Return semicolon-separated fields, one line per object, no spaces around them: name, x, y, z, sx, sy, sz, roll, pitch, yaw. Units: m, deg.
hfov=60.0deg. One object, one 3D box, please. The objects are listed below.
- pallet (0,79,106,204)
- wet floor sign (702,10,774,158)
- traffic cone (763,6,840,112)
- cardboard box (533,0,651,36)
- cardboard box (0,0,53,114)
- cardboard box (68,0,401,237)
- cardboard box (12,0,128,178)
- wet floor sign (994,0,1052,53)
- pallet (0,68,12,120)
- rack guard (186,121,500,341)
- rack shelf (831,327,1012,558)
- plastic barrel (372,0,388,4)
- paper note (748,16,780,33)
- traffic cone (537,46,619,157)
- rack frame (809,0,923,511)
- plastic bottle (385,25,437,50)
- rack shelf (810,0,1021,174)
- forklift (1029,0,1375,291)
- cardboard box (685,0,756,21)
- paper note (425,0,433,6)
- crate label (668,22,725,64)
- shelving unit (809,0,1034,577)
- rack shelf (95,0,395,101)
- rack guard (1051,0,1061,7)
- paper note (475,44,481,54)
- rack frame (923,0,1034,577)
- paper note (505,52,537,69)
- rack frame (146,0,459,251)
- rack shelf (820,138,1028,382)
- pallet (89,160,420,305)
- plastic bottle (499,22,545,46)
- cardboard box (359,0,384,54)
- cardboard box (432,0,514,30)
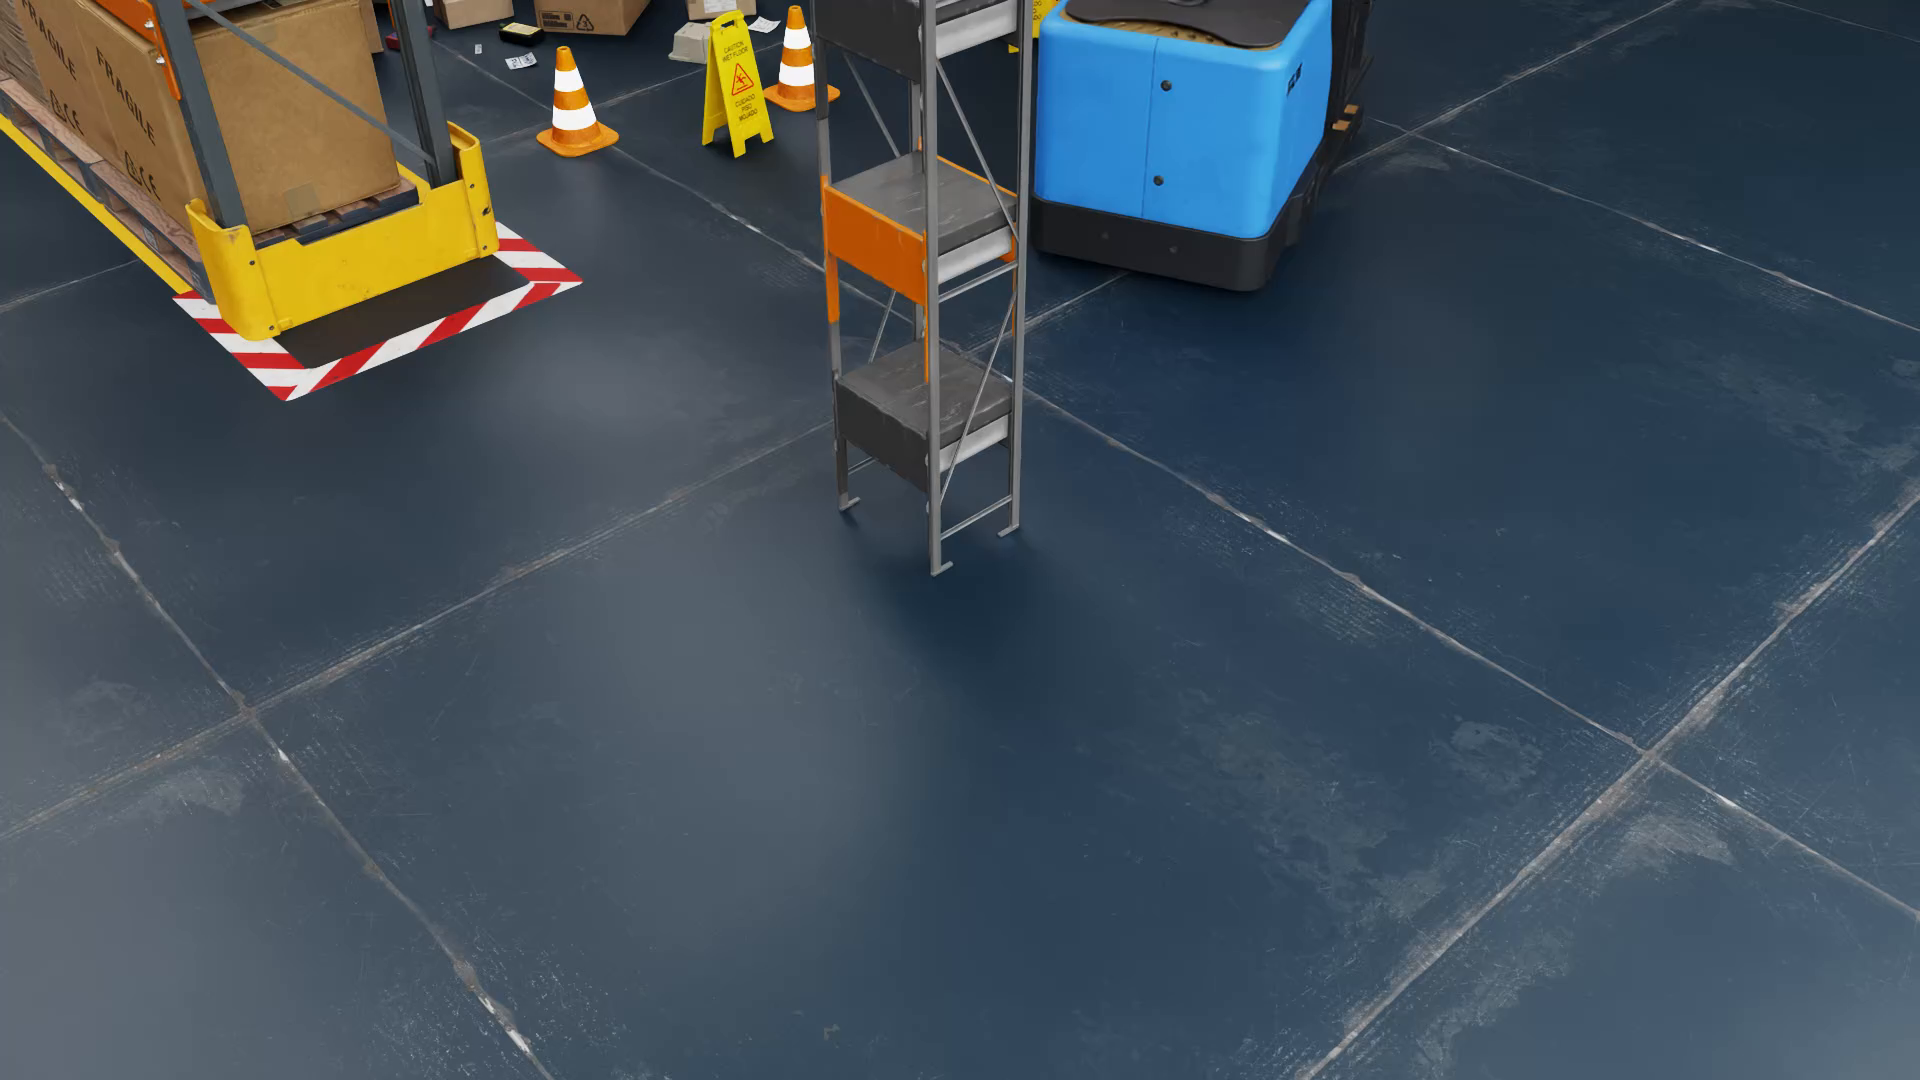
pallet;-3.989;-2.112;8.197;1.003;0.211;1.213;-30;48;-32
wet floor sign;-1.092;-2.207;7.970;0.232;0.644;0.267;26;45;28
traffic cone;-0.821;-2.480;8.453;0.336;0.463;0.334;-30;48;-32
cardboard box;-2.045;-3.211;9.326;0.637;0.503;0.797;5;39;6
cardboard box;-4.289;-2.747;8.121;0.875;0.875;0.875;-30;47;-31
cardboard box;-3.077;-1.918;7.094;0.875;0.875;0.875;-30;47;-32
cardboard box;-3.674;-2.324;7.597;0.875;0.875;0.875;-31;48;-32
wet floor sign;0.348;-2.987;8.935;0.267;0.644;0.232;-15;41;-17
pallet;-4.819;-2.676;8.896;1.003;0.211;1.213;-30;48;-32
rack guard;-2.554;-1.312;6.976;1.175;0.500;0.348;-30;48;-32
rack shelf;-0.112;-0.338;5.634;0.431;0.518;0.480;-30;48;-32
plastic barrel;-3.378;-3.271;9.463;0.512;0.421;0.421;-2;39;-2
paper note;-1.098;-2.882;9.294;0.142;0.019;0.148;18;42;21
traffic cone;-1.883;-2.158;8.053;0.336;0.463;0.334;-30;48;-32
rack frame;-0.277;-1.006;5.325;0.400;2.100;0.015;-30;48;-32
plastic bottle;-3.009;-2.775;9.137;0.133;0.061;0.283;18;42;21
rack shelf;-0.112;-1.427;4.754;0.431;0.518;0.480;-30;48;-32
forklift;1.342;-3.101;7.257;1.130;2.935;3.031;15;41;18
cardboard box;-1.366;-3.084;9.451;0.380;0.149;0.250;-8;40;-10
paper note;-3.009;-3.137;9.617;0.172;0.023;0.155;-15;41;-17
crate label;-1.398;-2.691;8.973;0.298;0.136;0.250;11;40;13
shelving unit;-0.112;-0.893;5.185;0.431;2.100;0.503;-30;48;-32
rack shelf;-3.923;-2.941;7.577;1.077;0.370;4.000;-30;48;-32
rack guard;0.956;-3.508;9.696;1.175;0.500;0.348;-30;48;-32
paper note;-2.622;-2.673;9.051;0.032;0.001;0.123;-8;40;-10
rack frame;0.053;-0.781;5.045;0.400;2.100;0.015;-30;48;-32
paper note;-2.352;-2.567;8.906;0.144;0.017;0.142;-15;41;-17
rack frame;-2.570;-2.295;6.205;1.000;3.000;0.127;-30;48;-32
rack shelf;-0.112;-0.883;5.194;0.431;0.518;0.480;-30;48;-32
pallet;-3.168;-1.547;7.498;1.003;0.211;1.213;-30;48;-32
plastic bottle;-2.439;-2.792;9.158;0.283;0.061;0.133;18;42;21
cardboard box;-3.469;-2.893;8.932;0.500;0.500;0.500;-22;44;-25
cardboard box;-2.756;-3.070;9.340;0.396;0.266;0.258;-22;44;-25
